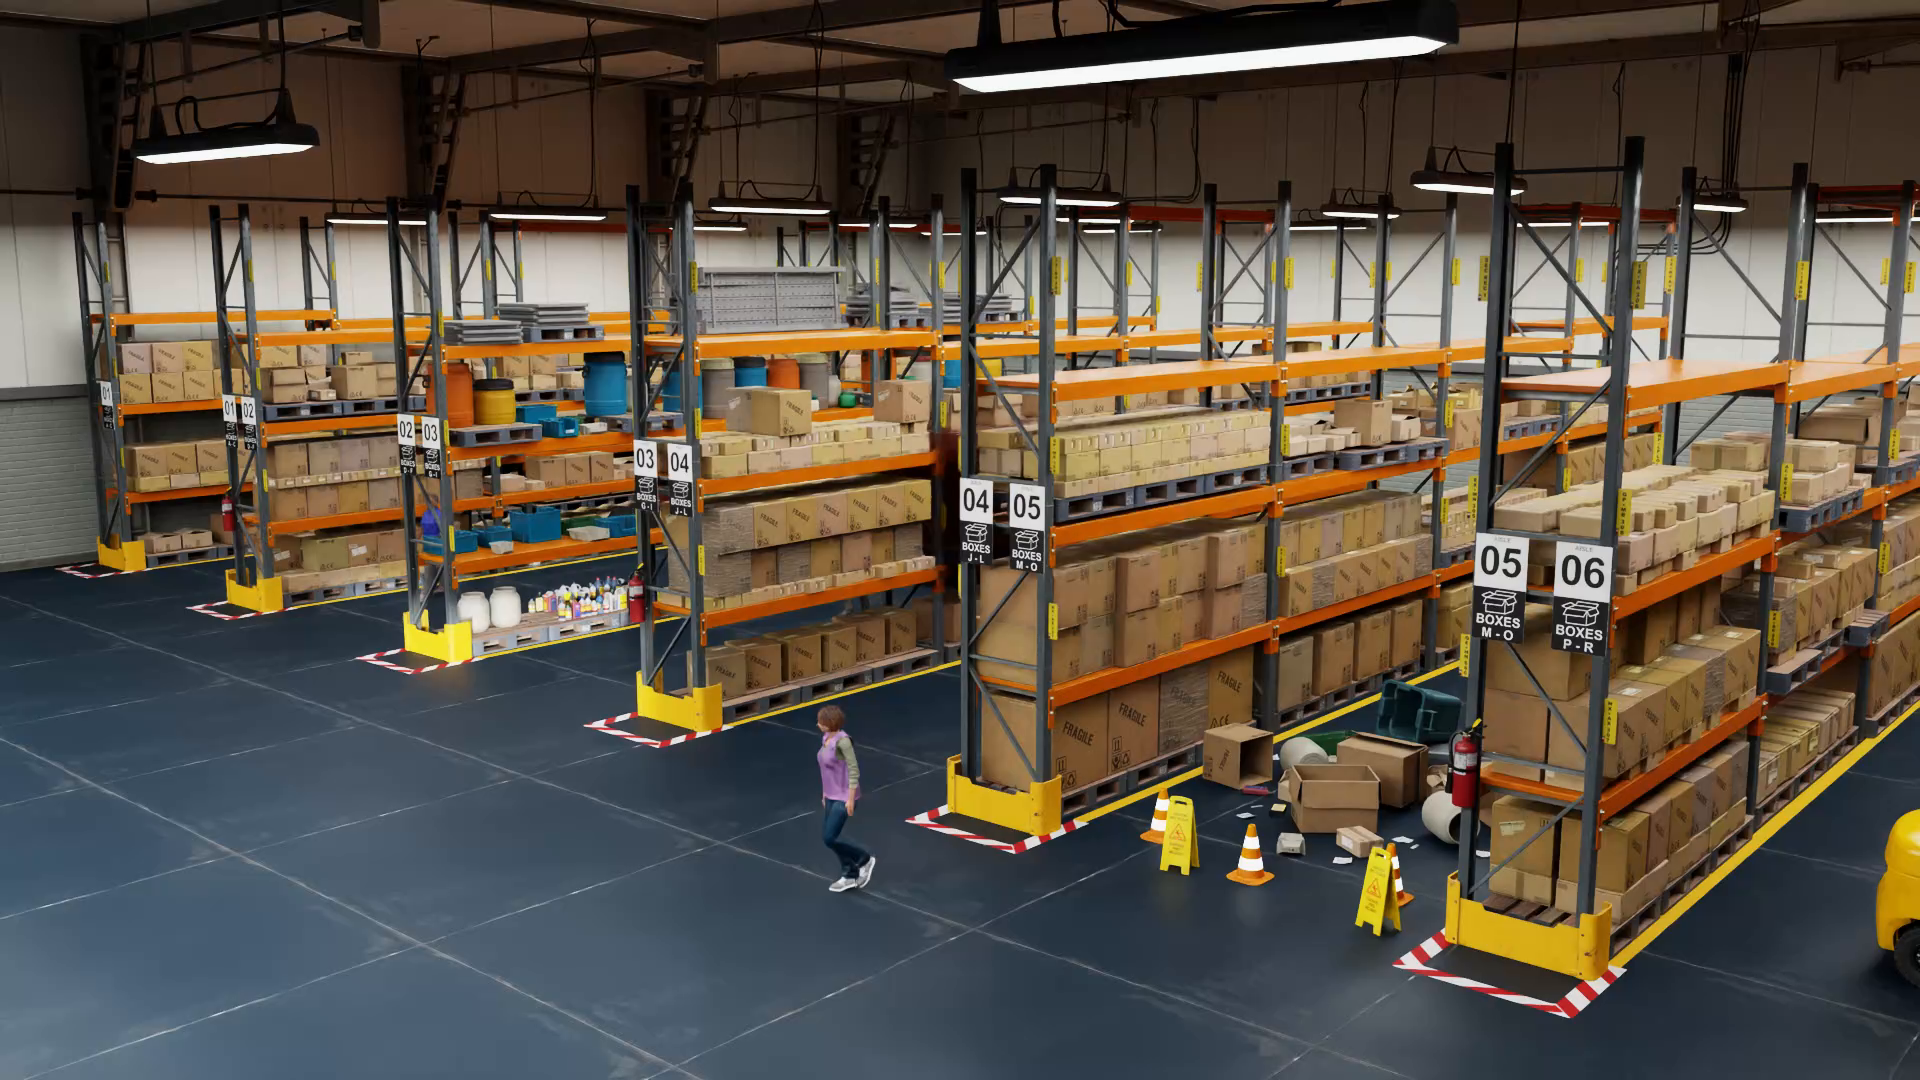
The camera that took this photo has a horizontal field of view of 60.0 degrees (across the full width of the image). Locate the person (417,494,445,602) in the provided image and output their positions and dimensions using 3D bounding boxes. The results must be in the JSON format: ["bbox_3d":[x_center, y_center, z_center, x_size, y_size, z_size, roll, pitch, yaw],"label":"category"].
[{"bbox_3d":[-8.188,0.098,25.828,0.543,1.640,0.805,4,10,24],"label":"person"}]

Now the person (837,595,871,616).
[{"bbox_3d":[-1.463,0.268,23.088,0.540,1.711,0.524,7,12,35],"label":"person"}]

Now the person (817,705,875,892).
[{"bbox_3d":[-0.953,2.132,13.780,0.455,1.579,0.498,-4,10,-24],"label":"person"}]
